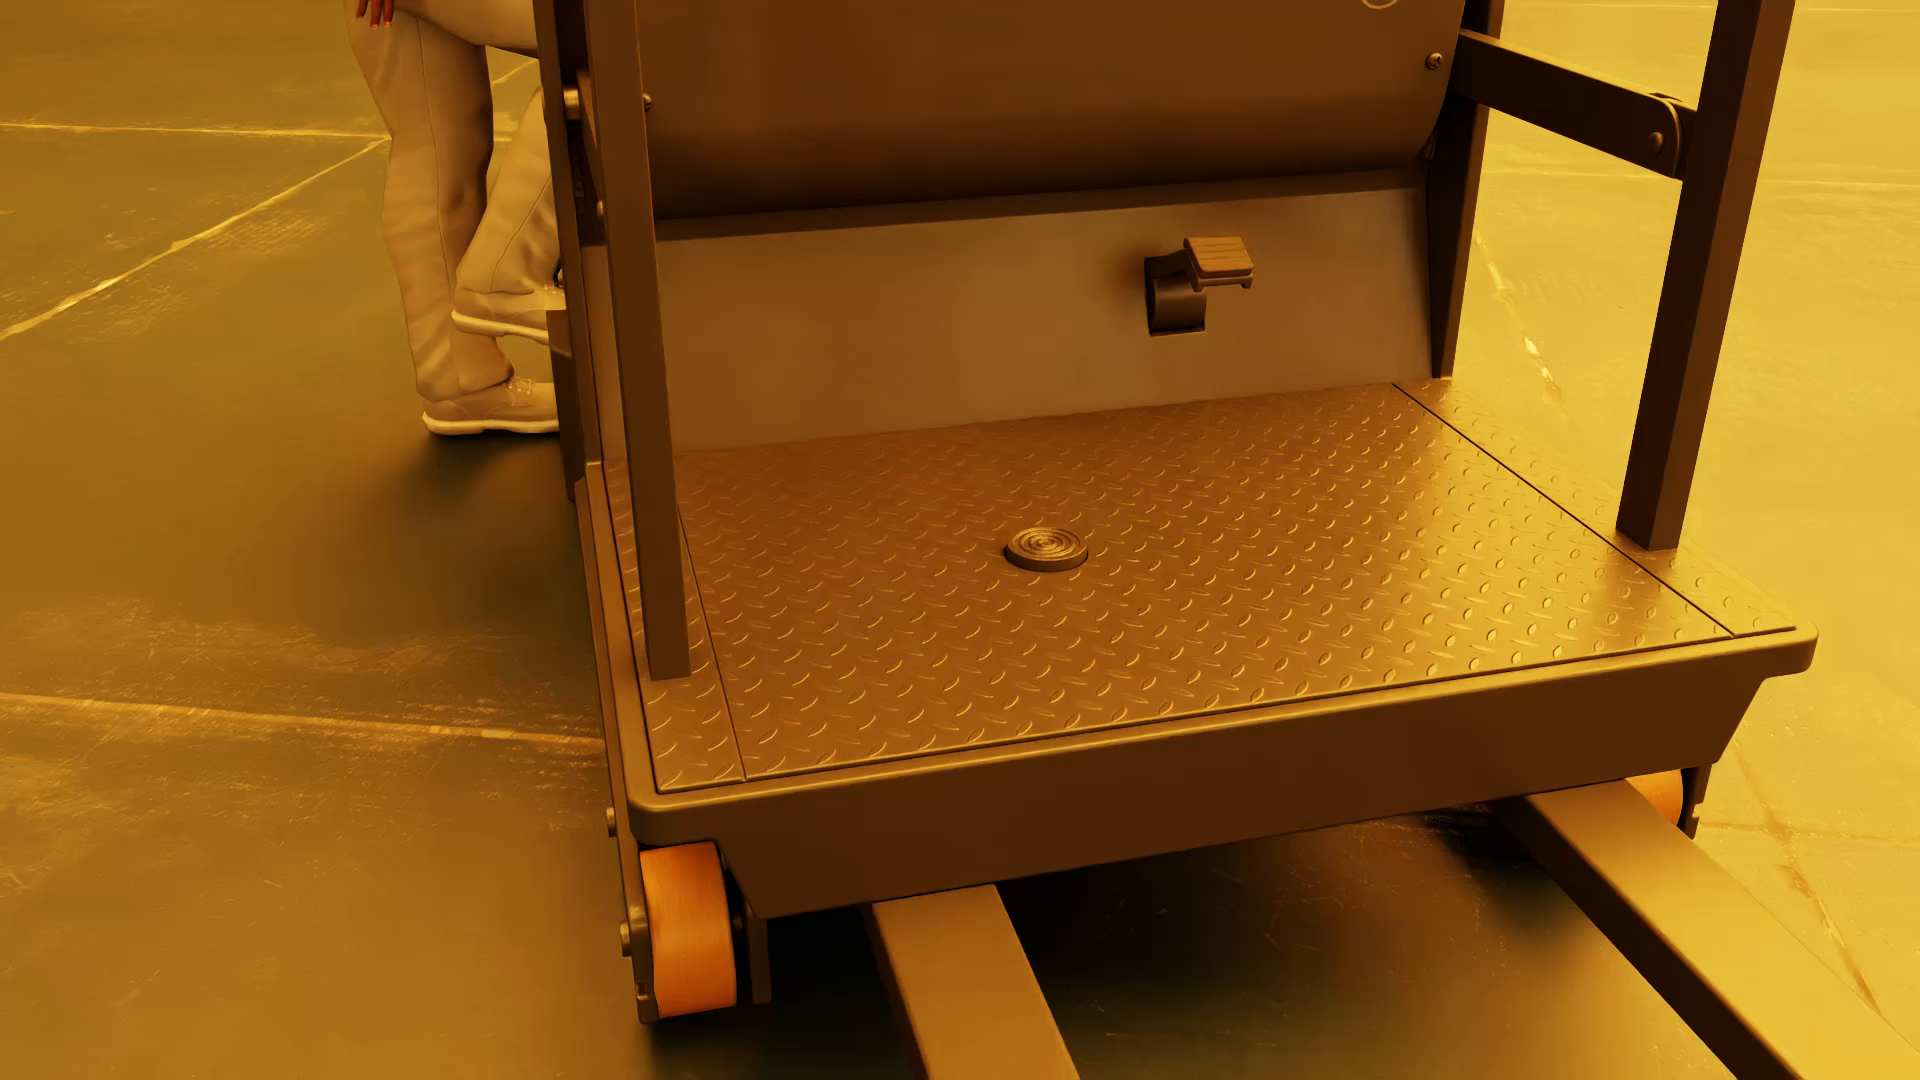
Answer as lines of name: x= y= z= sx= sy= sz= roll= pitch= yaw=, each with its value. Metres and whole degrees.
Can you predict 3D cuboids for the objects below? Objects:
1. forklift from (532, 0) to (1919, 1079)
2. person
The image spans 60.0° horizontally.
forklift: x=0.153 y=-1.049 z=1.319 sx=1.130 sy=2.935 sz=3.031 roll=-7 pitch=27 yaw=-13
person: x=-0.729 y=-0.935 z=2.475 sx=0.567 sy=1.682 sz=0.572 roll=-3 pitch=27 yaw=-6
